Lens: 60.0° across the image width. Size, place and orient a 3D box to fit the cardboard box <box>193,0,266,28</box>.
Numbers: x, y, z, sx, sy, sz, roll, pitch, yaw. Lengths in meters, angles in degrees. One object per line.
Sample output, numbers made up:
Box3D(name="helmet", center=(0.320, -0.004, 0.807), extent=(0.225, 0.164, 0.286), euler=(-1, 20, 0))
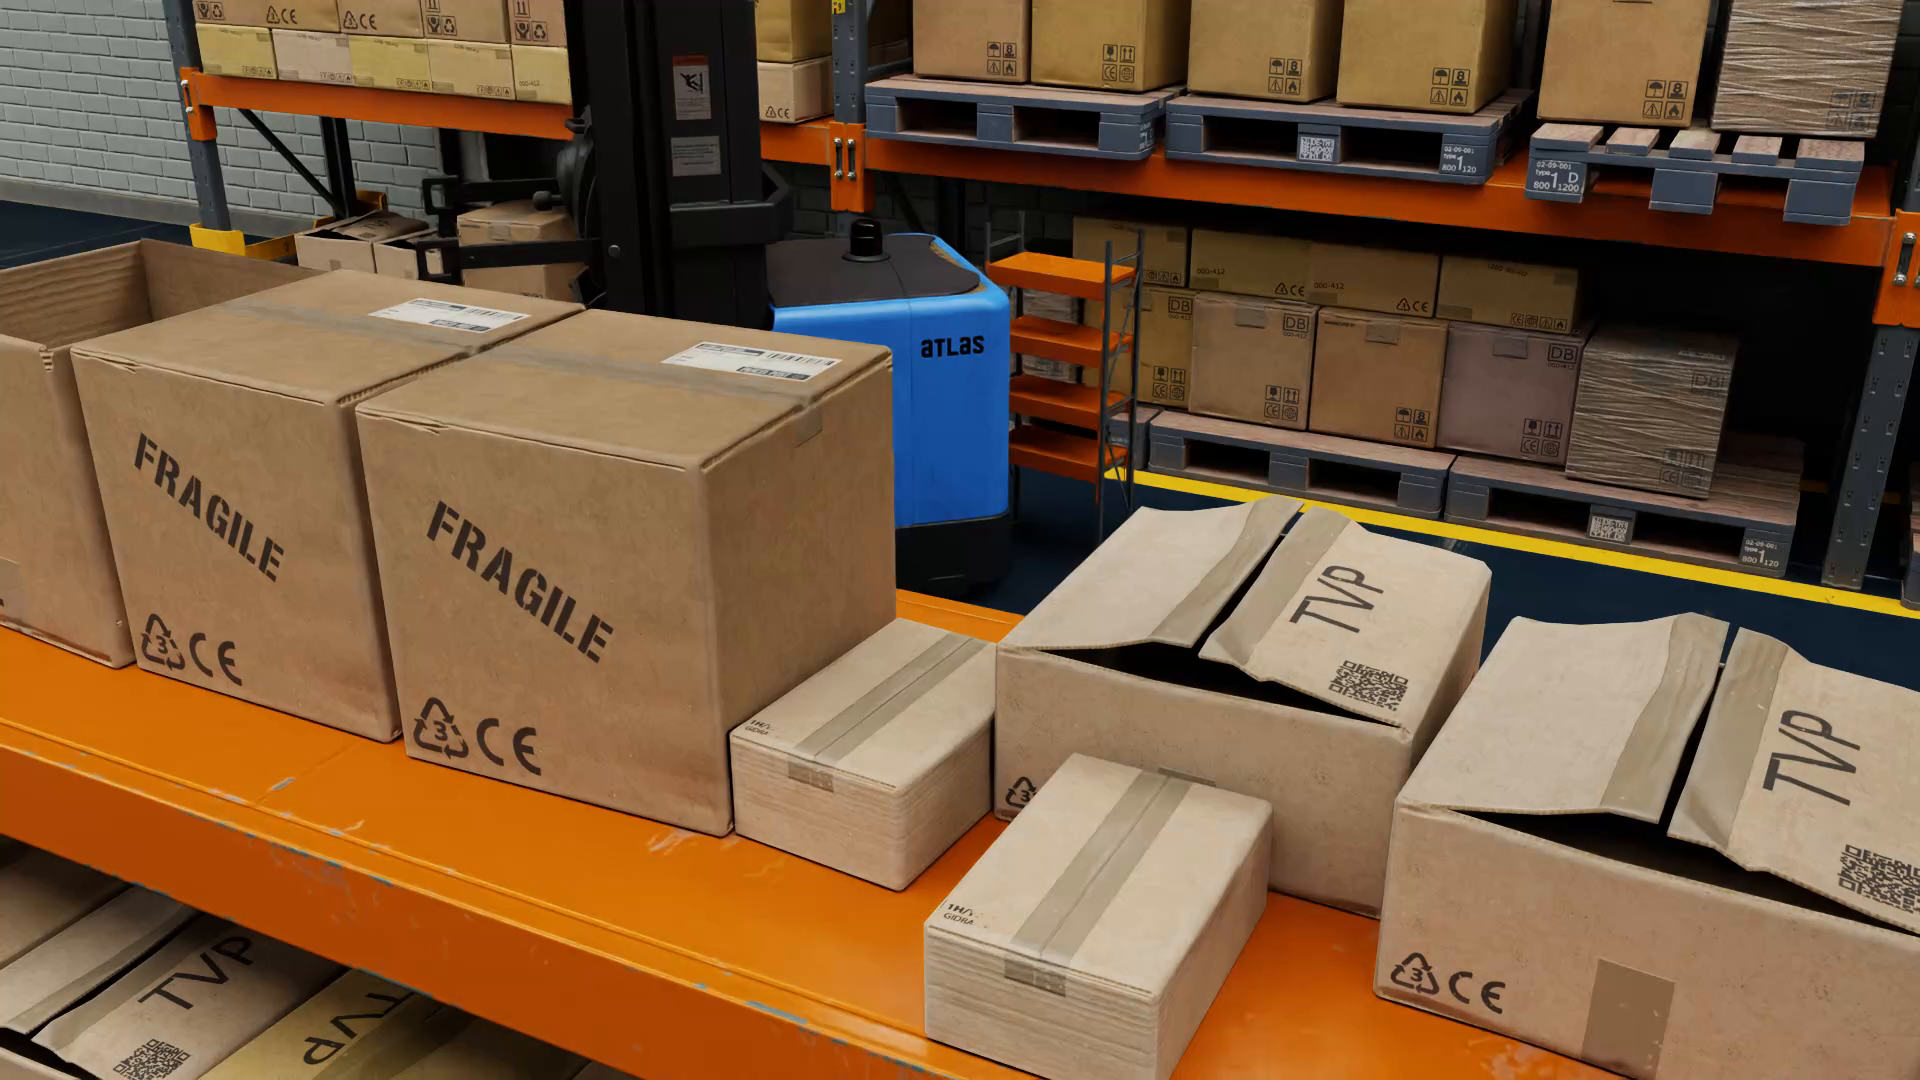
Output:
Box3D(name="cardboard box", center=(-3.532, -2.889, 8.419), extent=(0.500, 0.500, 0.500), euler=(11, 25, 25))

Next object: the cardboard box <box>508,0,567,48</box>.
Box3D(name="cardboard box", center=(-1.707, -2.526, 7.566), extent=(0.500, 0.500, 0.500), euler=(10, 25, 23))

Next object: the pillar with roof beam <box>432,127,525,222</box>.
Box3D(name="pillar with roof beam", center=(-4.750, -4.229, 4.695), extent=(0.400, 9.000, 9.100), euler=(11, 25, 25))

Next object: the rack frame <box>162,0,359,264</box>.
Box3D(name="rack frame", center=(-3.822, -2.793, 8.985), extent=(0.127, 3.000, 1.000), euler=(11, 25, 25))

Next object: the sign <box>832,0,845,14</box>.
Box3D(name="sign", center=(-0.491, -2.294, 6.706), extent=(0.005, 0.325, 0.100), euler=(11, 25, 25))

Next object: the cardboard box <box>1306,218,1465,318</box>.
Box3D(name="cardboard box", center=(1.709, -1.098, 6.674), extent=(0.500, 0.250, 0.500), euler=(11, 25, 24))

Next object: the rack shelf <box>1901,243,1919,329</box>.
Box3D(name="rack shelf", center=(5.102, -0.696, 4.974), extent=(4.000, 0.370, 1.077), euler=(11, 25, 25))

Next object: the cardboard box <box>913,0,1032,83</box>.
Box3D(name="cardboard box", center=(0.186, -2.234, 6.979), extent=(0.500, 0.500, 0.700), euler=(11, 26, 25))

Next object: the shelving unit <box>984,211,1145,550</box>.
Box3D(name="shelving unit", center=(0.358, -0.532, 5.968), extent=(0.503, 1.200, 0.258), euler=(15, 27, 32))

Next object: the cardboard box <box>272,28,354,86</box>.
Box3D(name="cardboard box", center=(-3.060, -2.450, 8.343), extent=(0.500, 0.250, 0.500), euler=(10, 25, 23))

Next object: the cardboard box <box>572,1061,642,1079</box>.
Box3D(name="cardboard box", center=(-0.409, 0.978, 2.377), extent=(0.500, 0.311, 0.500), euler=(11, 25, 24))

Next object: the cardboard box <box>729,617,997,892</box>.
Box3D(name="cardboard box", center=(-0.078, 0.260, 2.126), extent=(0.250, 0.149, 0.380), euler=(13, 26, 28))

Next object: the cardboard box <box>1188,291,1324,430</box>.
Box3D(name="cardboard box", center=(1.333, -0.837, 7.017), extent=(0.500, 0.500, 0.700), euler=(12, 26, 25))

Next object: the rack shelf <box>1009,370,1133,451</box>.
Box3D(name="rack shelf", center=(0.358, -0.470, 5.994), extent=(0.480, 0.148, 0.258), euler=(15, 27, 32))

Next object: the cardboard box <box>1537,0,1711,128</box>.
Box3D(name="cardboard box", center=(2.382, -1.798, 5.955), extent=(0.500, 0.500, 0.700), euler=(9, 25, 20))

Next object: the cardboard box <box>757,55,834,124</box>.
Box3D(name="cardboard box", center=(-0.812, -2.005, 7.297), extent=(0.500, 0.250, 0.500), euler=(11, 26, 25))

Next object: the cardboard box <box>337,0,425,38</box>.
Box3D(name="cardboard box", center=(-2.637, -2.705, 7.986), extent=(0.500, 0.500, 0.500), euler=(10, 25, 23))

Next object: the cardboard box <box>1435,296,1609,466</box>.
Box3D(name="cardboard box", center=(2.244, -0.673, 6.632), extent=(0.500, 0.500, 0.700), euler=(11, 25, 24))

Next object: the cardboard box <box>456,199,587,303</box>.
Box3D(name="cardboard box", center=(-2.105, -1.444, 8.445), extent=(0.500, 0.500, 0.700), euler=(10, 25, 21))

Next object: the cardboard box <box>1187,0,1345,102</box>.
Box3D(name="cardboard box", center=(1.283, -2.027, 6.494), extent=(0.500, 0.500, 0.700), euler=(15, 27, 32))

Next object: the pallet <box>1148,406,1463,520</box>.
Box3D(name="pallet", center=(1.536, -0.452, 7.043), extent=(1.213, 0.211, 1.003), euler=(11, 25, 25))

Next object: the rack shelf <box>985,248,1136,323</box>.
Box3D(name="rack shelf", center=(0.358, -0.894, 5.814), extent=(0.480, 0.148, 0.258), euler=(15, 27, 32))

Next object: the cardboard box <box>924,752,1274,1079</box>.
Box3D(name="cardboard box", center=(0.158, 0.403, 1.789), extent=(0.250, 0.149, 0.380), euler=(11, 25, 25))

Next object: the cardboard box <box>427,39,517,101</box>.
Box3D(name="cardboard box", center=(-2.158, -2.268, 7.915), extent=(0.500, 0.250, 0.500), euler=(11, 26, 25))

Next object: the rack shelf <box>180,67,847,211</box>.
Box3D(name="rack shelf", center=(-2.038, -2.109, 8.296), extent=(4.000, 0.370, 1.077), euler=(11, 25, 25))

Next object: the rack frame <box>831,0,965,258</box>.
Box3D(name="rack frame", center=(-0.253, -2.087, 7.324), extent=(0.127, 3.000, 1.000), euler=(11, 25, 25))

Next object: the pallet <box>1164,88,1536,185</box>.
Box3D(name="pallet", center=(1.532, -1.628, 6.489), extent=(1.213, 0.211, 1.003), euler=(11, 25, 25))

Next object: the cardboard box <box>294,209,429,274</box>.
Box3D(name="cardboard box", center=(-3.246, -1.605, 9.064), extent=(0.500, 0.311, 0.500), euler=(8, 24, 19))

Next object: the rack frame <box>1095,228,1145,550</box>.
Box3D(name="rack frame", center=(0.558, -0.478, 5.840), extent=(0.015, 1.200, 0.240), euler=(15, 27, 32))

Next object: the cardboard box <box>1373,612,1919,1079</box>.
Box3D(name="cardboard box", center=(0.780, 0.312, 1.798), extent=(0.500, 0.311, 0.500), euler=(13, 26, 28))

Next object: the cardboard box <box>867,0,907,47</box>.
Box3D(name="cardboard box", center=(-0.578, -2.528, 7.570), extent=(0.500, 0.500, 0.500), euler=(11, 25, 23))

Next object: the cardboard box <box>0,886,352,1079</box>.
Box3D(name="cardboard box", center=(-1.321, 0.799, 2.799), extent=(0.500, 0.311, 0.500), euler=(10, 25, 23))

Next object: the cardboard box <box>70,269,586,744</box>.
Box3D(name="cardboard box", center=(-0.889, -0.079, 2.476), extent=(0.500, 0.500, 0.500), euler=(11, 25, 25))

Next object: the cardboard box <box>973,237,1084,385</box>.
Box3D(name="cardboard box", center=(0.412, -1.015, 7.435), extent=(0.500, 0.500, 0.700), euler=(12, 26, 26))

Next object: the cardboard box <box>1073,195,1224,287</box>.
Box3D(name="cardboard box", center=(0.806, -1.283, 7.109), extent=(0.500, 0.250, 0.500), euler=(11, 25, 23))

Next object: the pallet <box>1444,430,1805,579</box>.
Box3D(name="pallet", center=(2.620, -0.236, 6.535), extent=(1.213, 0.211, 1.003), euler=(11, 25, 25))

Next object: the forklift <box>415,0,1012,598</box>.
Box3D(name="forklift", center=(-1.396, -1.186, 5.294), extent=(3.031, 2.935, 1.130), euler=(-6, 24, -14))
